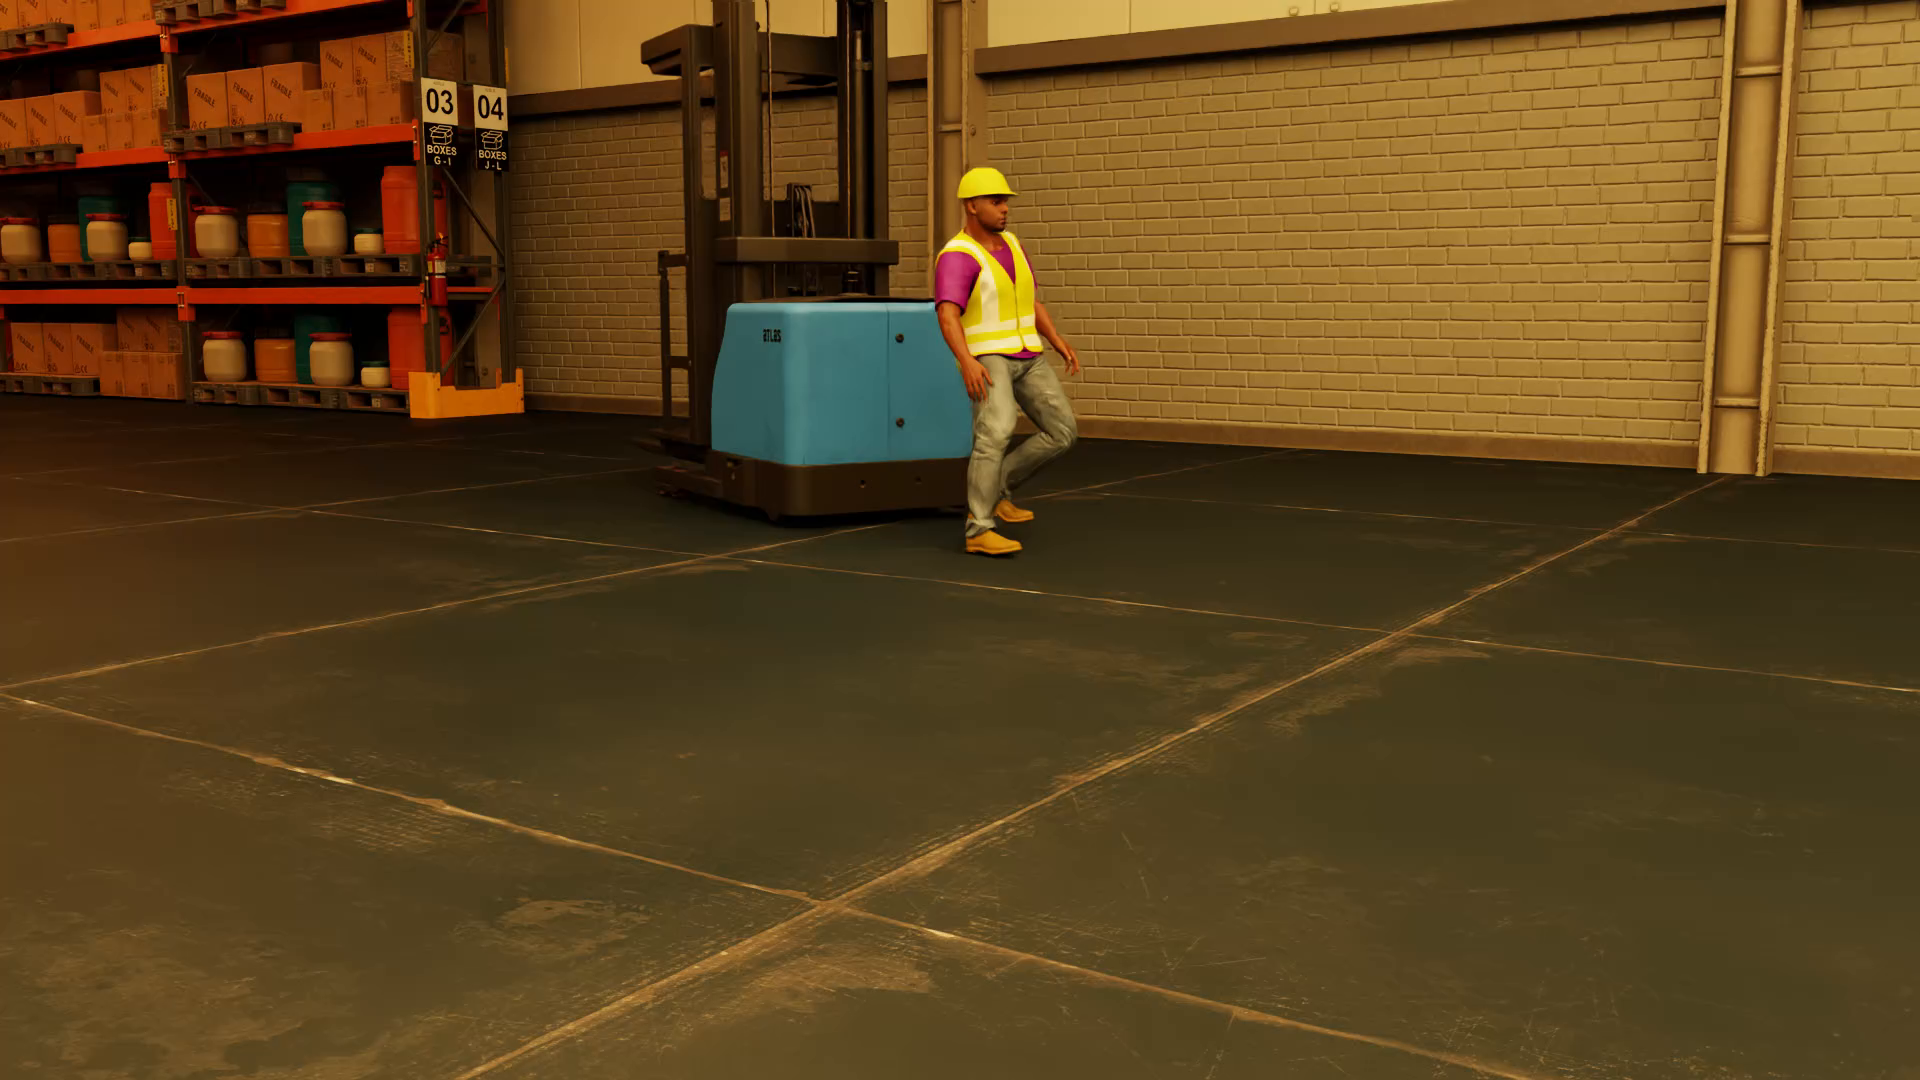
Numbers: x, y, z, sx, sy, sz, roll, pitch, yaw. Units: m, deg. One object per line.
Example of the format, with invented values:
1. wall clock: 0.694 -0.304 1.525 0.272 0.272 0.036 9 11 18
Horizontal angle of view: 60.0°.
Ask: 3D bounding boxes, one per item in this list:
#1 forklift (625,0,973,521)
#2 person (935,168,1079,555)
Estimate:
1. forklift: -1.083 -1.709 9.215 1.130 2.935 3.031 -5 9 -29
2. person: 0.223 -0.803 7.361 0.667 1.669 0.779 8 11 44
